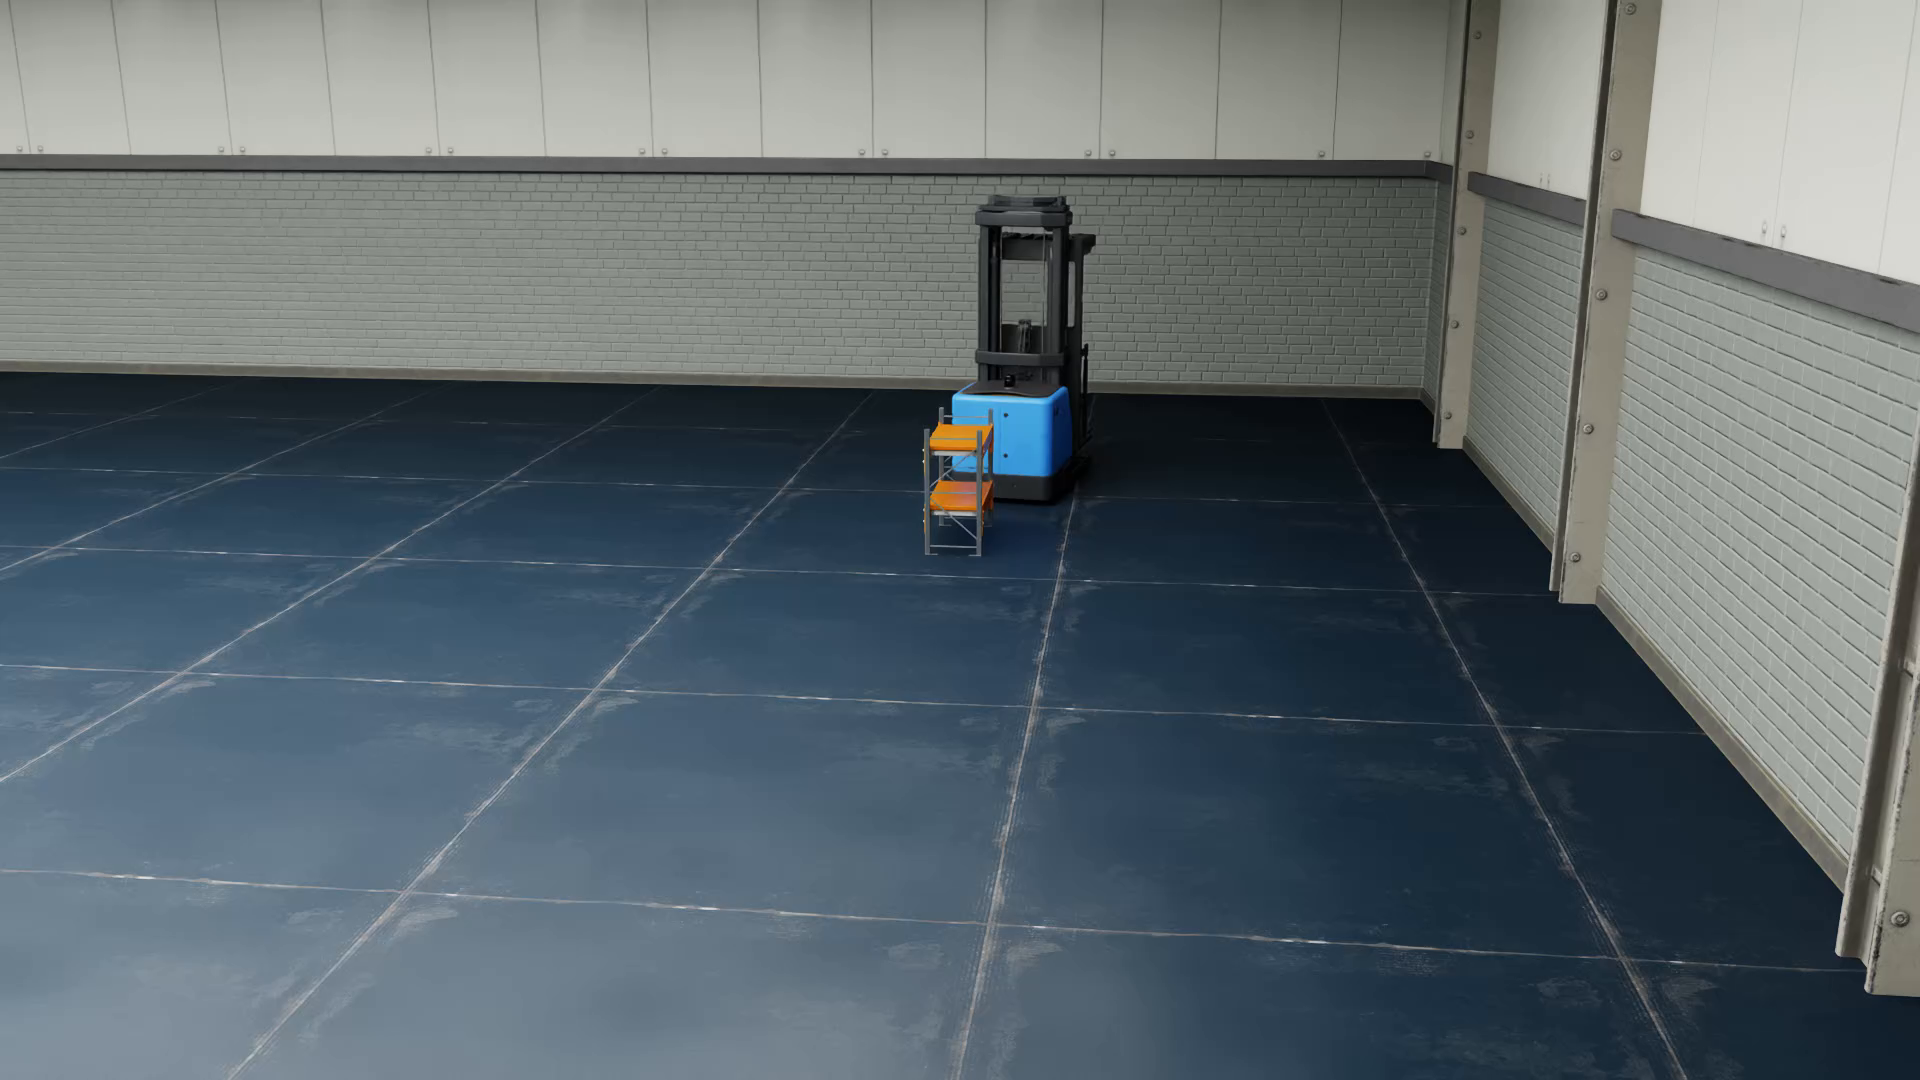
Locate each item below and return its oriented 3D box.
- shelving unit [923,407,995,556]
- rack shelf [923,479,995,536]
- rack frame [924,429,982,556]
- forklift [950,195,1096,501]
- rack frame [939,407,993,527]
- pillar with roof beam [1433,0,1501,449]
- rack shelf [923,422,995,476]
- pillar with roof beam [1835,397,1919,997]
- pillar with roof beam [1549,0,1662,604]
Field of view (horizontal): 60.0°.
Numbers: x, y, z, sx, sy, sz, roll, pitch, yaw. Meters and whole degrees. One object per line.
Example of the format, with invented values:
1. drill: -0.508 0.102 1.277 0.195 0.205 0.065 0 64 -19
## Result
1. shelving unit: -0.001 -0.541 15.009 0.538 1.125 1.048 2 15 6
2. rack shelf: -0.001 -0.305 15.073 0.538 0.278 1.000 2 15 6
3. rack frame: -0.058 -0.409 14.521 0.500 1.125 0.032 2 15 6
4. forklift: 0.789 -2.143 17.470 1.130 2.935 3.031 4 16 15
5. rack frame: 0.057 -0.673 15.496 0.500 1.125 0.032 2 15 6
6. pillar with roof beam: 1.375 -5.570 18.523 9.100 9.000 0.400 2 15 6
7. rack shelf: -0.001 -0.824 14.932 0.538 0.278 1.000 2 15 6
8. pillar with roof beam: 0.021 -2.458 7.013 9.100 9.000 0.400 2 15 6
9. pillar with roof beam: 0.698 -4.014 12.768 9.100 9.000 0.400 2 15 6
